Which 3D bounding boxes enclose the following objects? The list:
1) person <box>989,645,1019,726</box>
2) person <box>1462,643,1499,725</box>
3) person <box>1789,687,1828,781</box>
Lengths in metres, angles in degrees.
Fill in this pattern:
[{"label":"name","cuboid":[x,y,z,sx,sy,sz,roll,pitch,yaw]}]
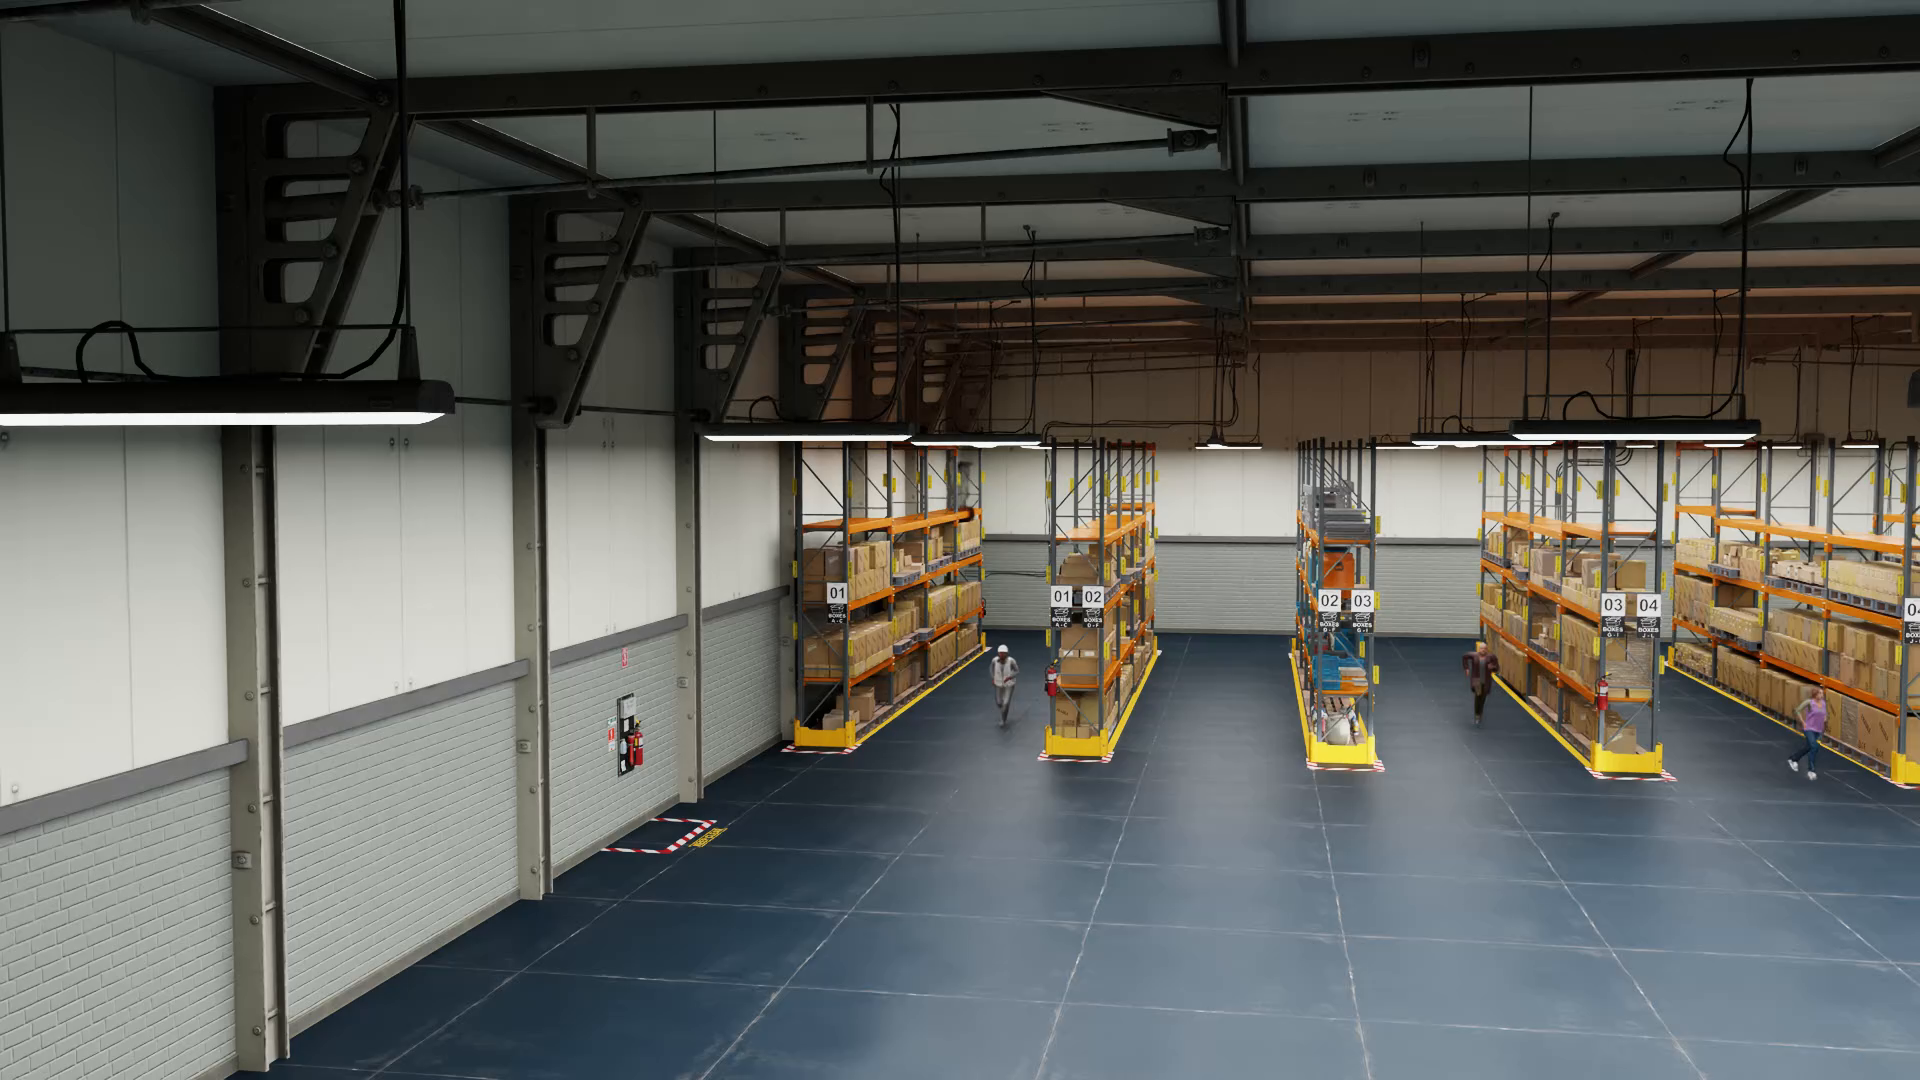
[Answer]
[{"label":"person","cuboid":[0.929,3.042,34.945,0.651,1.708,0.760,0,3,8]},{"label":"person","cuboid":[10.934,3.000,34.948,0.691,1.737,0.989,0,3,4]},{"label":"person","cuboid":[15.014,3.381,29.373,0.531,1.627,0.758,-1,3,-19]}]
